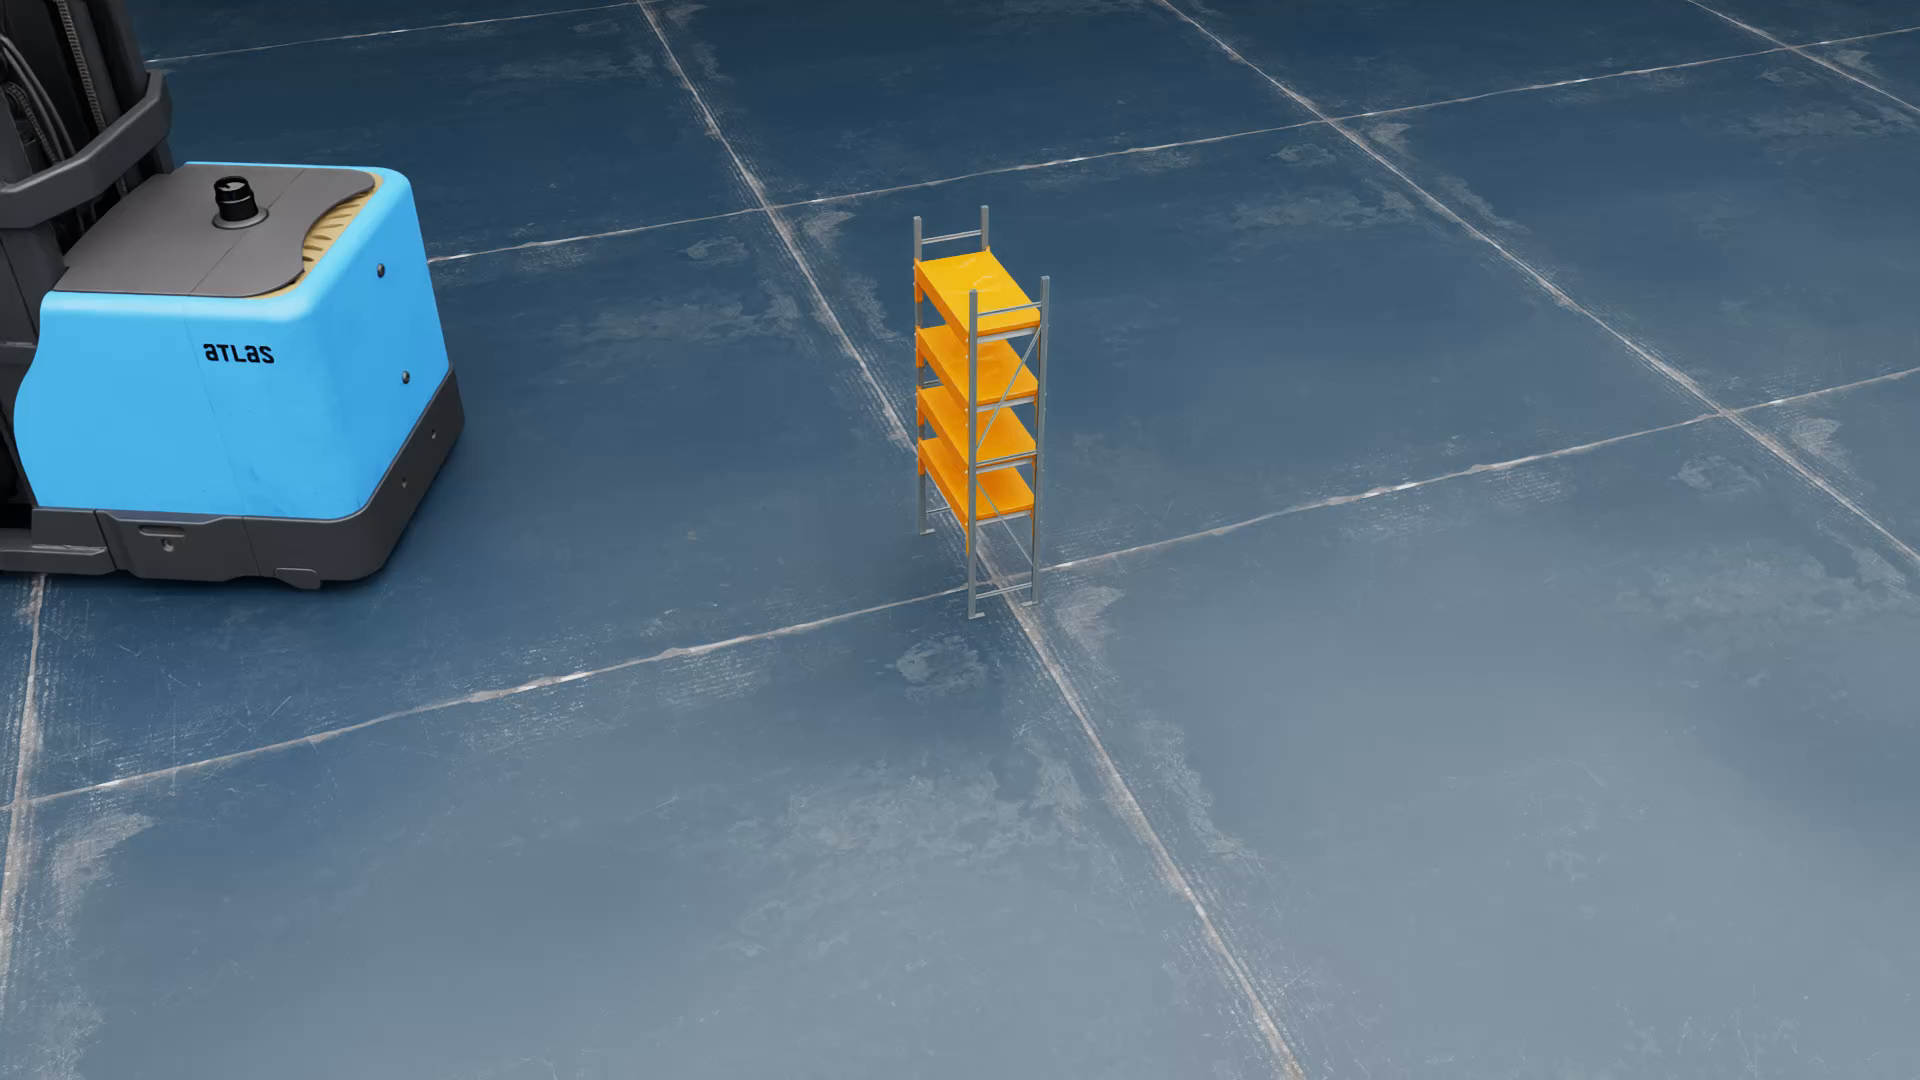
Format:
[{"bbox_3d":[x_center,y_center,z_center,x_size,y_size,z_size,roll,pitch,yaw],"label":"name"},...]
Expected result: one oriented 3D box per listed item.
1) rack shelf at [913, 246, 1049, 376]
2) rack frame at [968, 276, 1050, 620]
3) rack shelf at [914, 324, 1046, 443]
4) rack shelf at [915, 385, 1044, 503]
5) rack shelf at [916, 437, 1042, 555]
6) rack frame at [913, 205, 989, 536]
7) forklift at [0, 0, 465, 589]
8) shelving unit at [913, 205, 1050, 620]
[{"bbox_3d":[0.057,-0.700,5.028,0.258,0.148,0.480,-12,39,-16],"label":"rack shelf"},{"bbox_3d":[0.141,-0.248,5.082,0.240,1.200,0.015,-12,39,-16],"label":"rack frame"},{"bbox_3d":[0.057,-0.511,5.171,0.258,0.148,0.480,-12,39,-16],"label":"rack shelf"},{"bbox_3d":[0.057,-0.332,5.305,0.258,0.148,0.480,-12,39,-16],"label":"rack shelf"},{"bbox_3d":[0.057,-0.173,5.425,0.258,0.148,0.480,-12,39,-16],"label":"rack shelf"},{"bbox_3d":[-0.027,-0.524,5.448,0.240,1.200,0.015,-12,39,-16],"label":"rack frame"},{"bbox_3d":[-3.391,-1.359,5.118,3.031,2.935,1.130,3,37,4],"label":"forklift"},{"bbox_3d":[0.057,-0.386,5.265,0.258,1.200,0.503,-12,39,-16],"label":"shelving unit"}]
